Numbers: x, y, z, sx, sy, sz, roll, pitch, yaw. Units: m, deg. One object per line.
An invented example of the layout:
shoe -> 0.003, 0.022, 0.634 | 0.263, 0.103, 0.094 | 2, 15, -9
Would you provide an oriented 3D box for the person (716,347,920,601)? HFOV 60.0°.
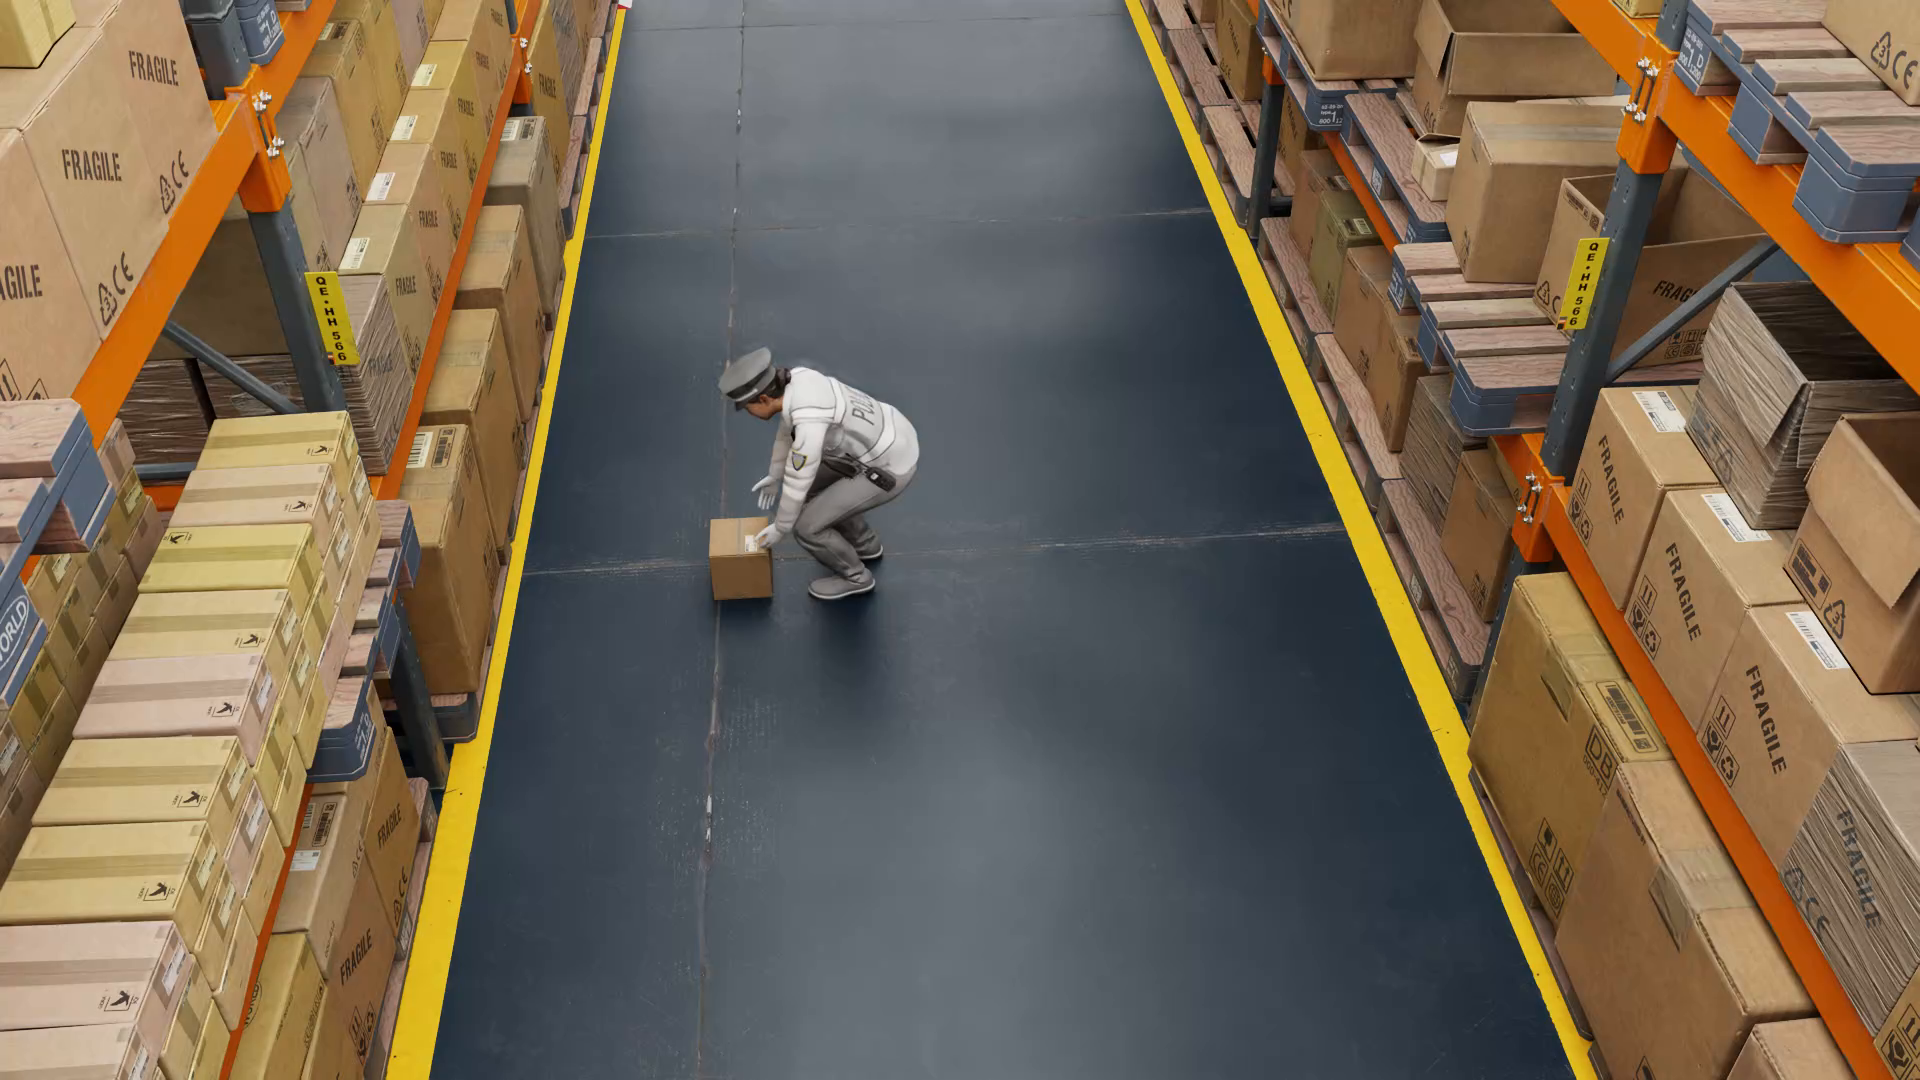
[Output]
person -> -0.564, -0.280, 6.882 | 0.796, 1.180, 0.522 | -3, 39, -4
